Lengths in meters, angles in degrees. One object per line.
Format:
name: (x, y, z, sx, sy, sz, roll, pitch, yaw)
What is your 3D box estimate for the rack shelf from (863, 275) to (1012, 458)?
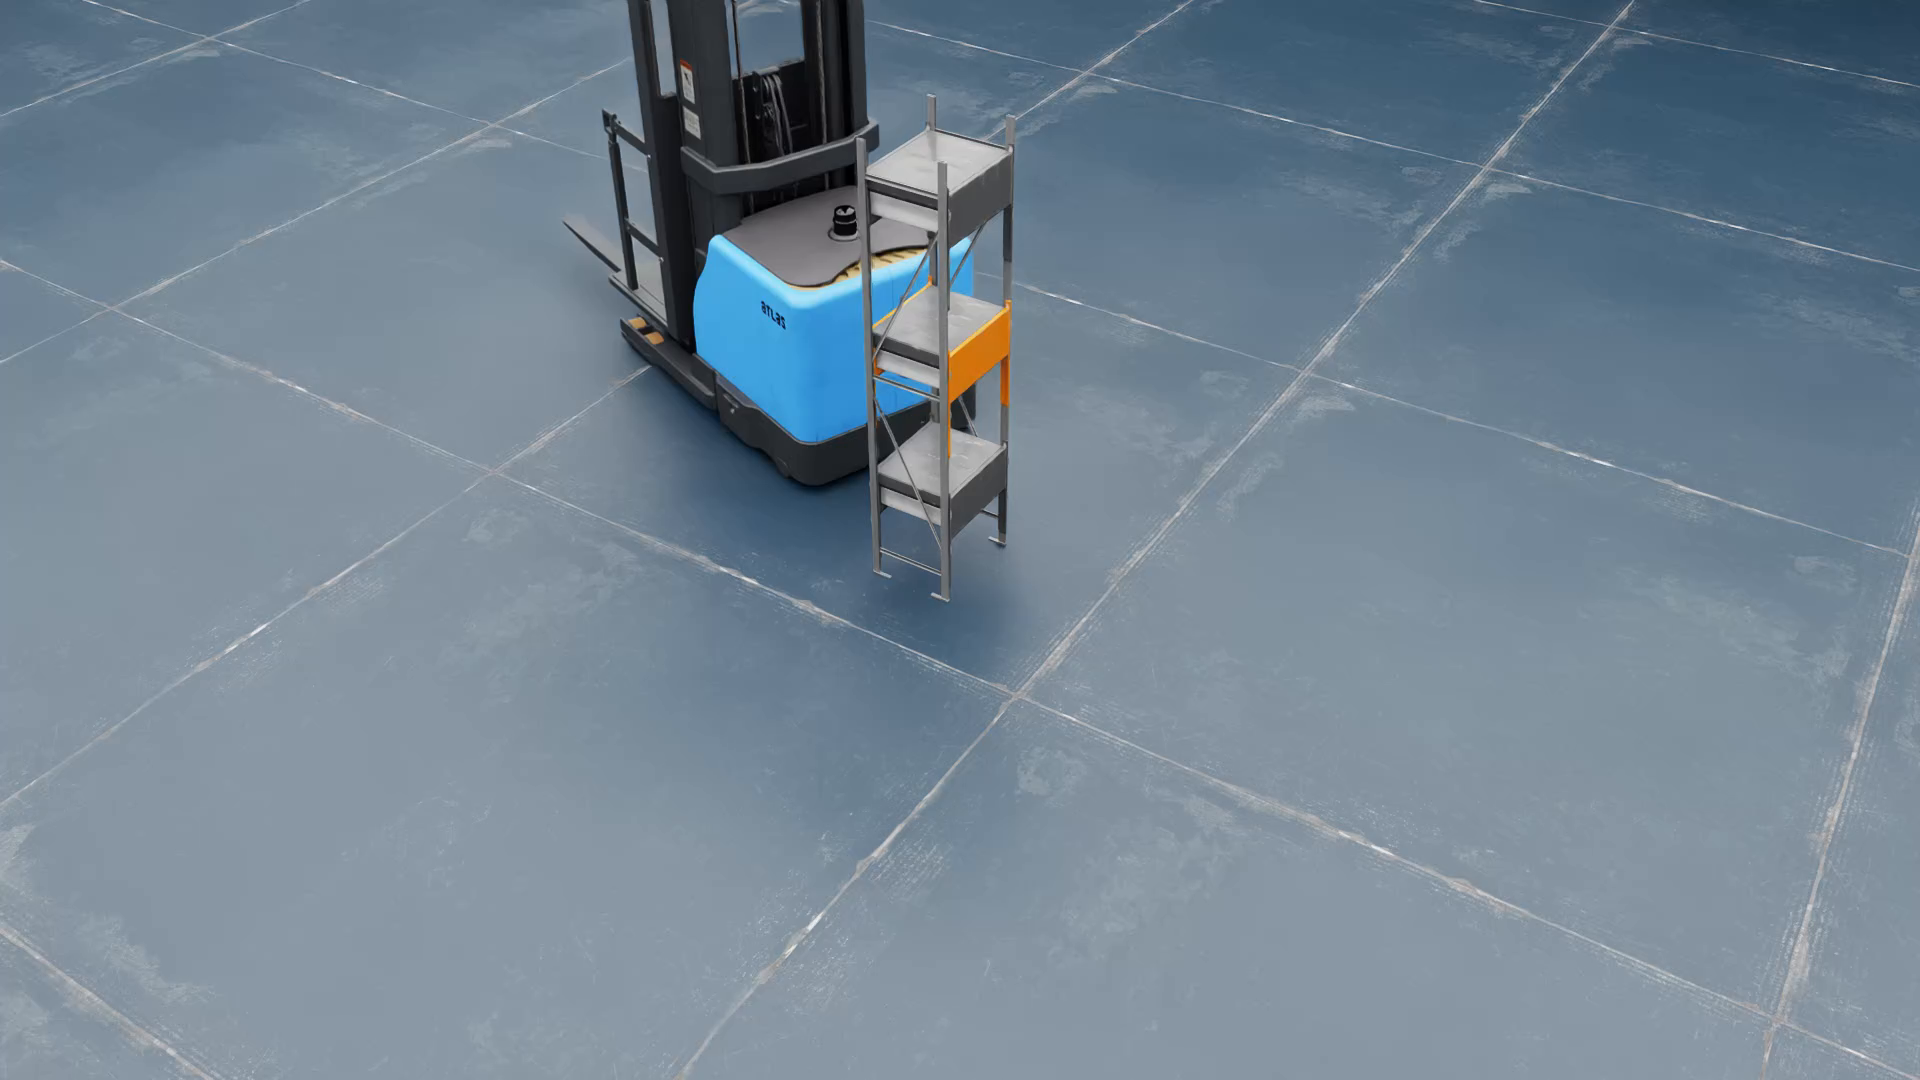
rack shelf: (-0.089, -0.735, 7.007, 0.431, 0.518, 0.480, 21, 42, 25)

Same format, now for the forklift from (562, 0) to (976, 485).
forklift: (-1.197, -2.274, 8.300, 1.130, 2.935, 3.031, -24, 44, -28)

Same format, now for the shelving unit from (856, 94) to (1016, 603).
shelving unit: (-0.089, -0.746, 6.998, 0.431, 2.100, 0.503, 21, 42, 25)

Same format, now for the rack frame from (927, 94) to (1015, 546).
rack frame: (0.042, -0.872, 7.161, 0.400, 2.100, 0.015, 21, 42, 25)

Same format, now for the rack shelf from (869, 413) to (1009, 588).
rack shelf: (-0.089, -0.181, 7.434, 0.431, 0.518, 0.480, 21, 42, 25)

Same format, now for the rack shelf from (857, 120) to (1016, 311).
rack shelf: (-0.089, -1.290, 6.579, 0.431, 0.518, 0.480, 21, 42, 25)

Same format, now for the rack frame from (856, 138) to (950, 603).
rack frame: (-0.219, -0.620, 6.835, 0.400, 2.100, 0.015, 21, 42, 25)
